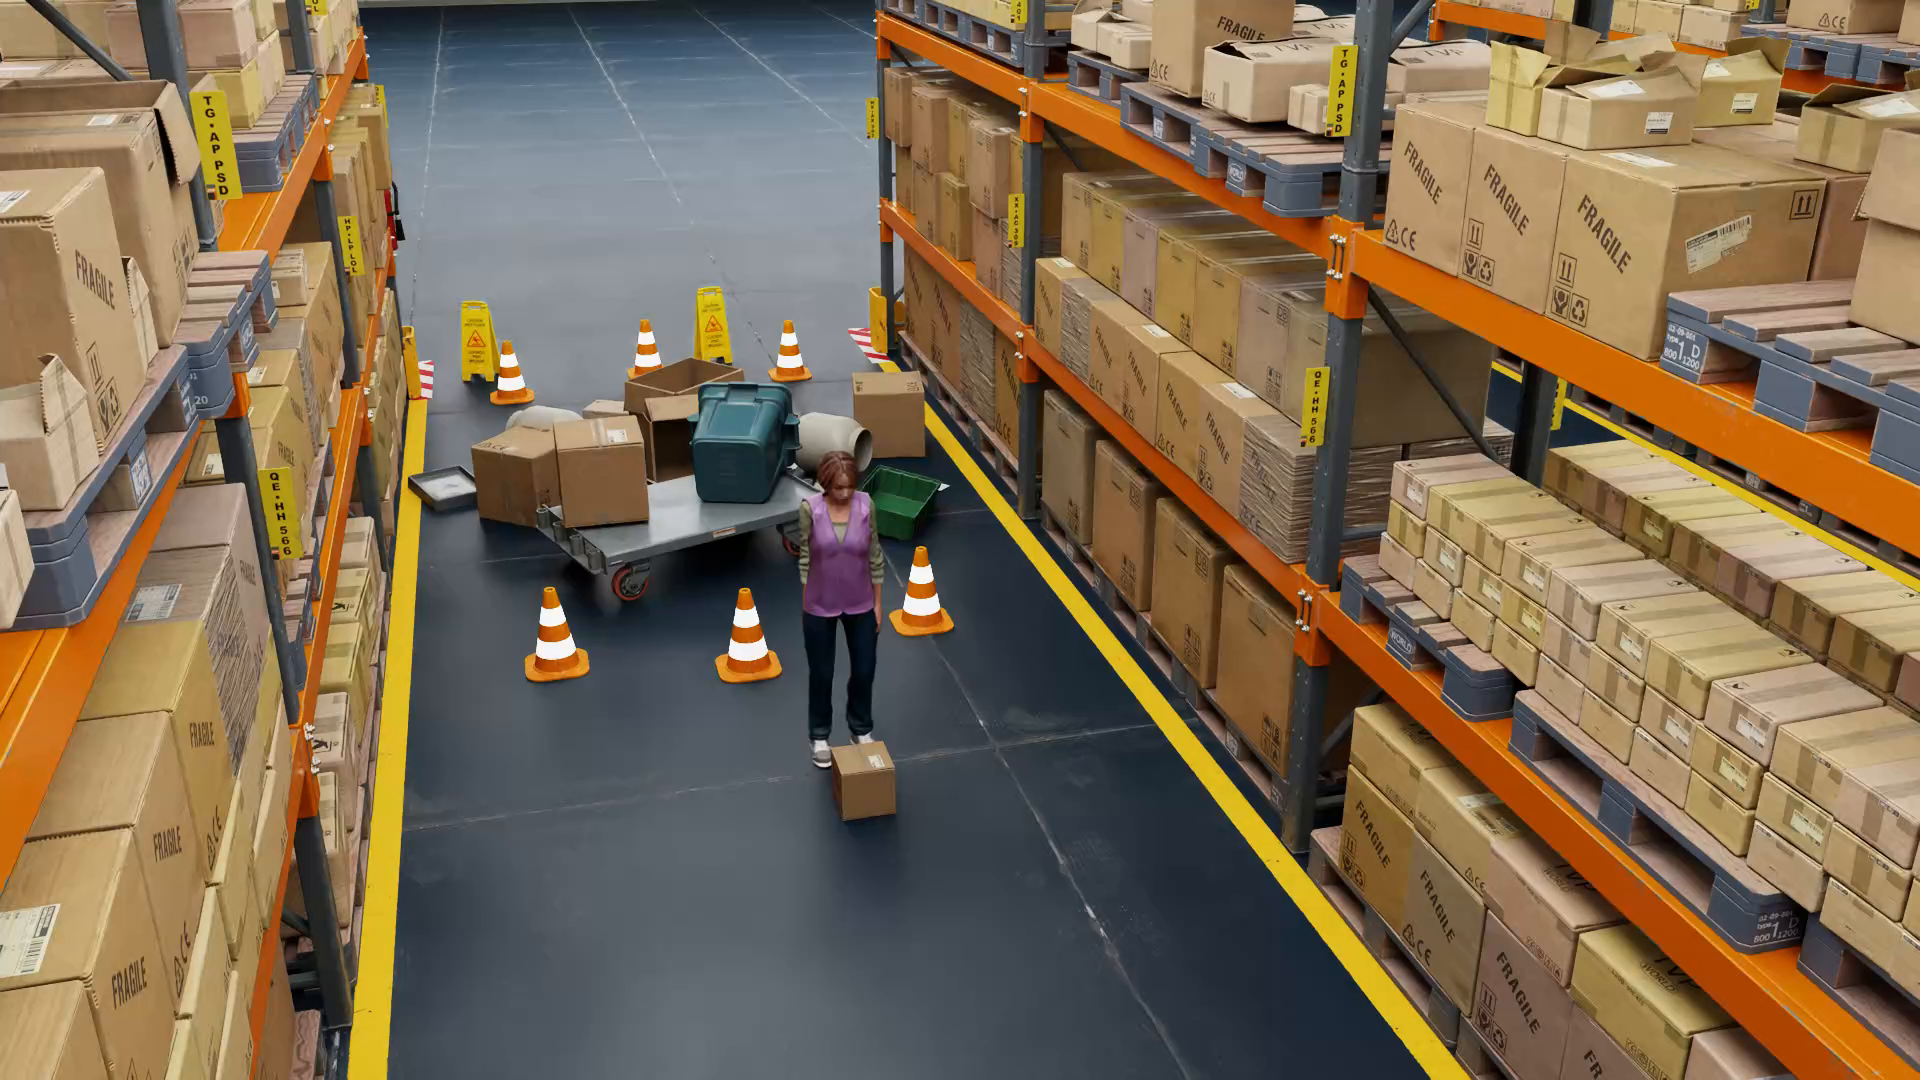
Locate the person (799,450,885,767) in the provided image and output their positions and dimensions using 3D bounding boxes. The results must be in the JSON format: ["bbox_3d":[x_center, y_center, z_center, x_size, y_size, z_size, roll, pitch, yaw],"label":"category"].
[{"bbox_3d":[-0.553,0.319,7.879,0.407,1.594,0.301,-6,24,-13],"label":"person"}]
